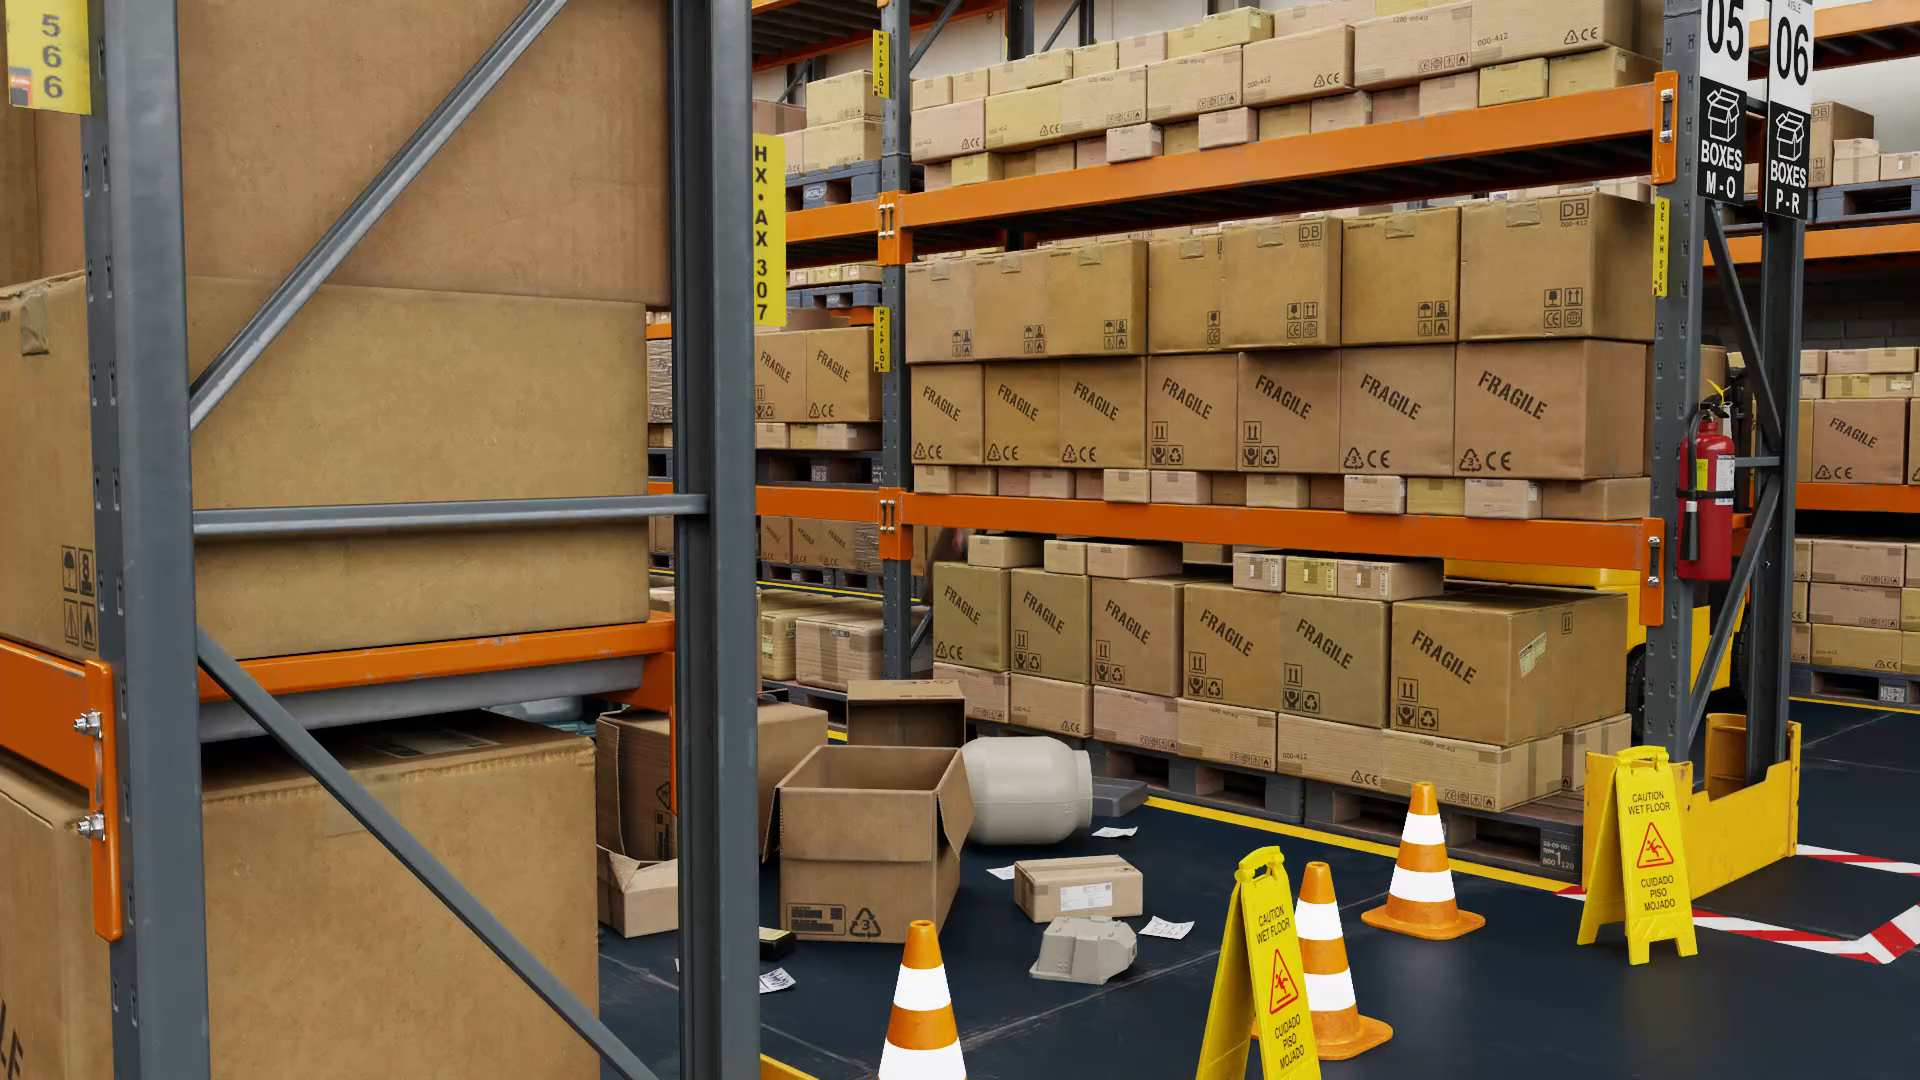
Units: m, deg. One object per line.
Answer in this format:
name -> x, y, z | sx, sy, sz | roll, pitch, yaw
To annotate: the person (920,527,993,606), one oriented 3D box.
person -> -0.024, -0.059, 12.170 | 0.985, 1.663, 0.570 | 3, 5, 38
